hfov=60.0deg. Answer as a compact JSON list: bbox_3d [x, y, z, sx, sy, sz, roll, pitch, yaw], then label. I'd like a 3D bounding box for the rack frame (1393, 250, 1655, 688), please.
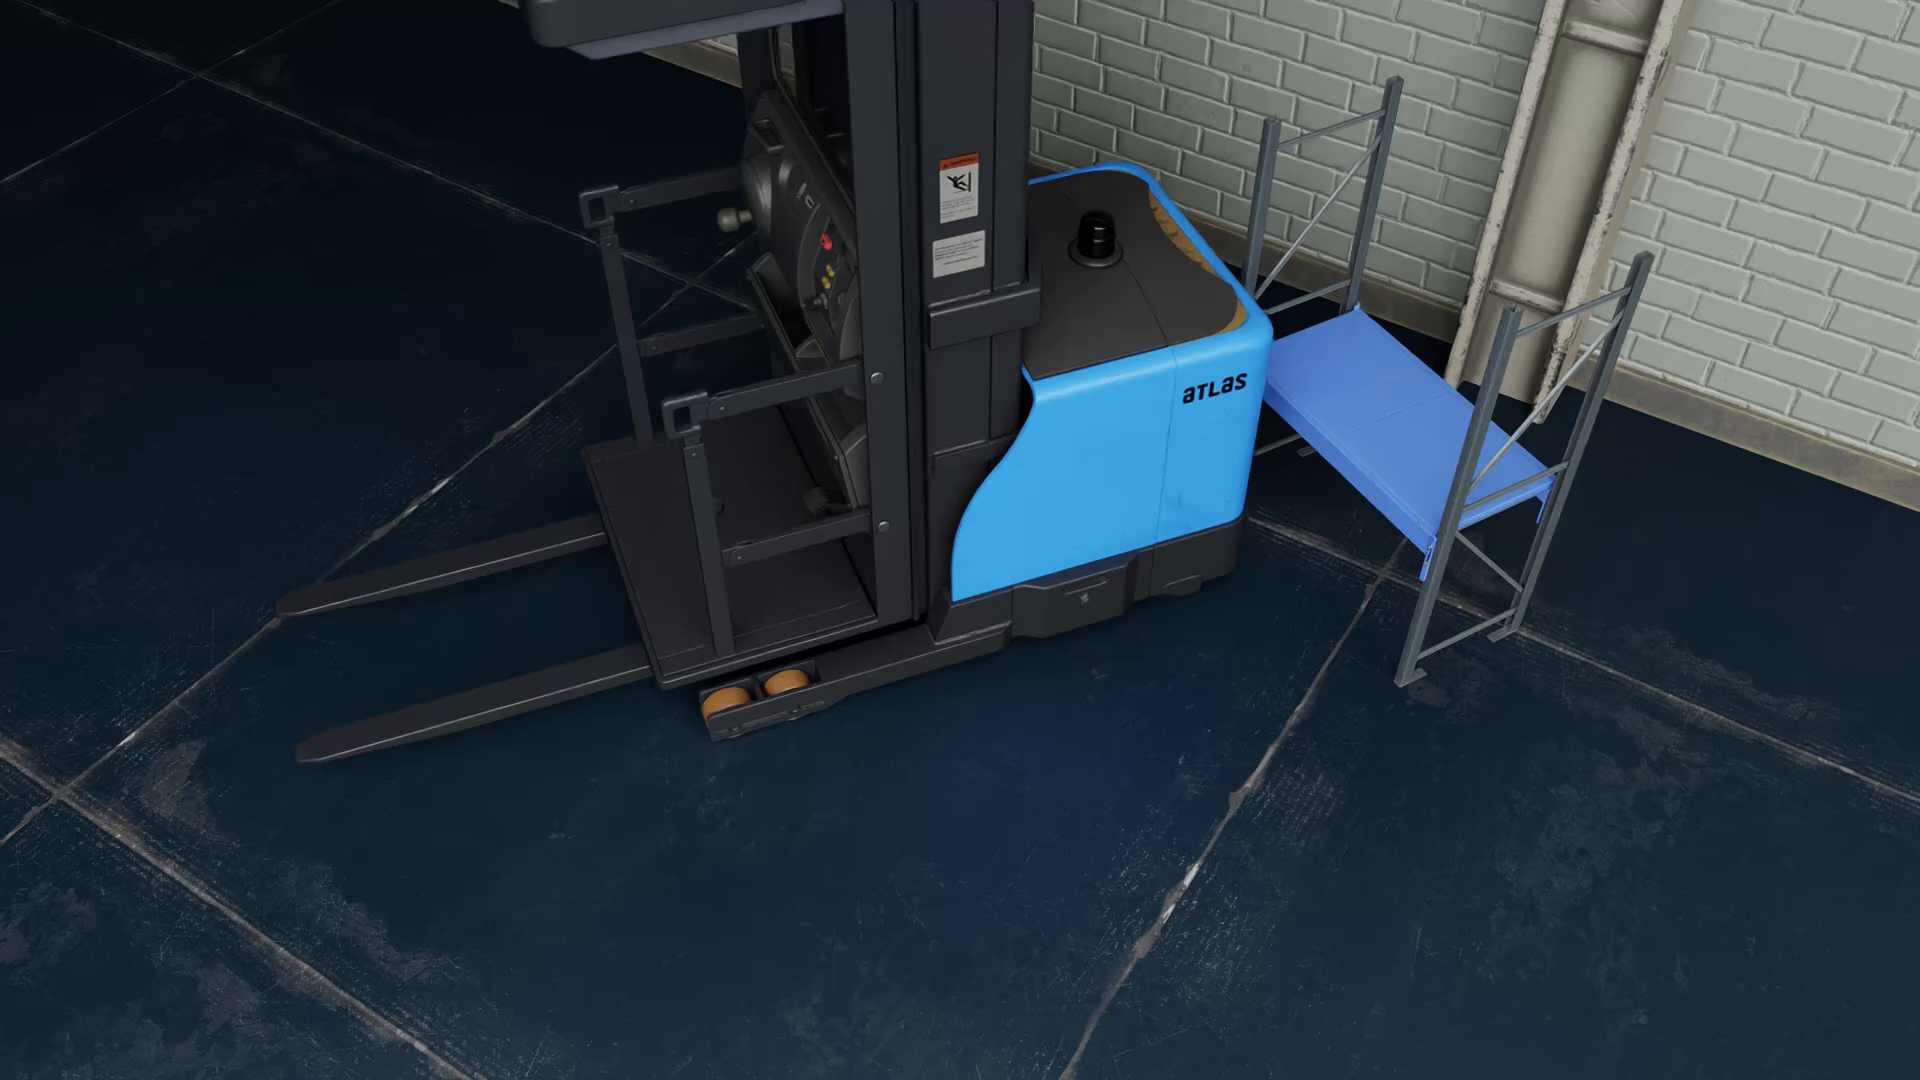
[{"bbox_3d":[1.609,-0.148,4.848,0.500,1.500,0.032,-22,50,-20],"label":"rack frame"}]

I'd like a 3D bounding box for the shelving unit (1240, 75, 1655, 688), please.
[{"bbox_3d":[1.361,-0.466,5.157,0.538,1.500,1.048,-22,50,-20],"label":"shelving unit"}]

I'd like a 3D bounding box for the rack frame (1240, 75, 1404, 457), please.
[{"bbox_3d":[1.112,-0.784,5.466,0.500,1.500,0.032,-22,50,-20],"label":"rack frame"}]

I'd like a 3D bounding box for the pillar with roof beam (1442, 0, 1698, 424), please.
[{"bbox_3d":[-0.252,-1.134,0.578,0.400,9.000,9.100,25,51,22],"label":"pillar with roof beam"}]

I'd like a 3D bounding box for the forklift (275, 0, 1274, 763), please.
[{"bbox_3d":[-0.629,-0.838,4.521,3.031,2.935,1.130,-16,48,-15],"label":"forklift"}]

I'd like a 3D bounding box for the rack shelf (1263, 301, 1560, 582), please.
[{"bbox_3d":[1.361,-0.341,5.286,0.538,0.185,1.000,-22,50,-20],"label":"rack shelf"}]
